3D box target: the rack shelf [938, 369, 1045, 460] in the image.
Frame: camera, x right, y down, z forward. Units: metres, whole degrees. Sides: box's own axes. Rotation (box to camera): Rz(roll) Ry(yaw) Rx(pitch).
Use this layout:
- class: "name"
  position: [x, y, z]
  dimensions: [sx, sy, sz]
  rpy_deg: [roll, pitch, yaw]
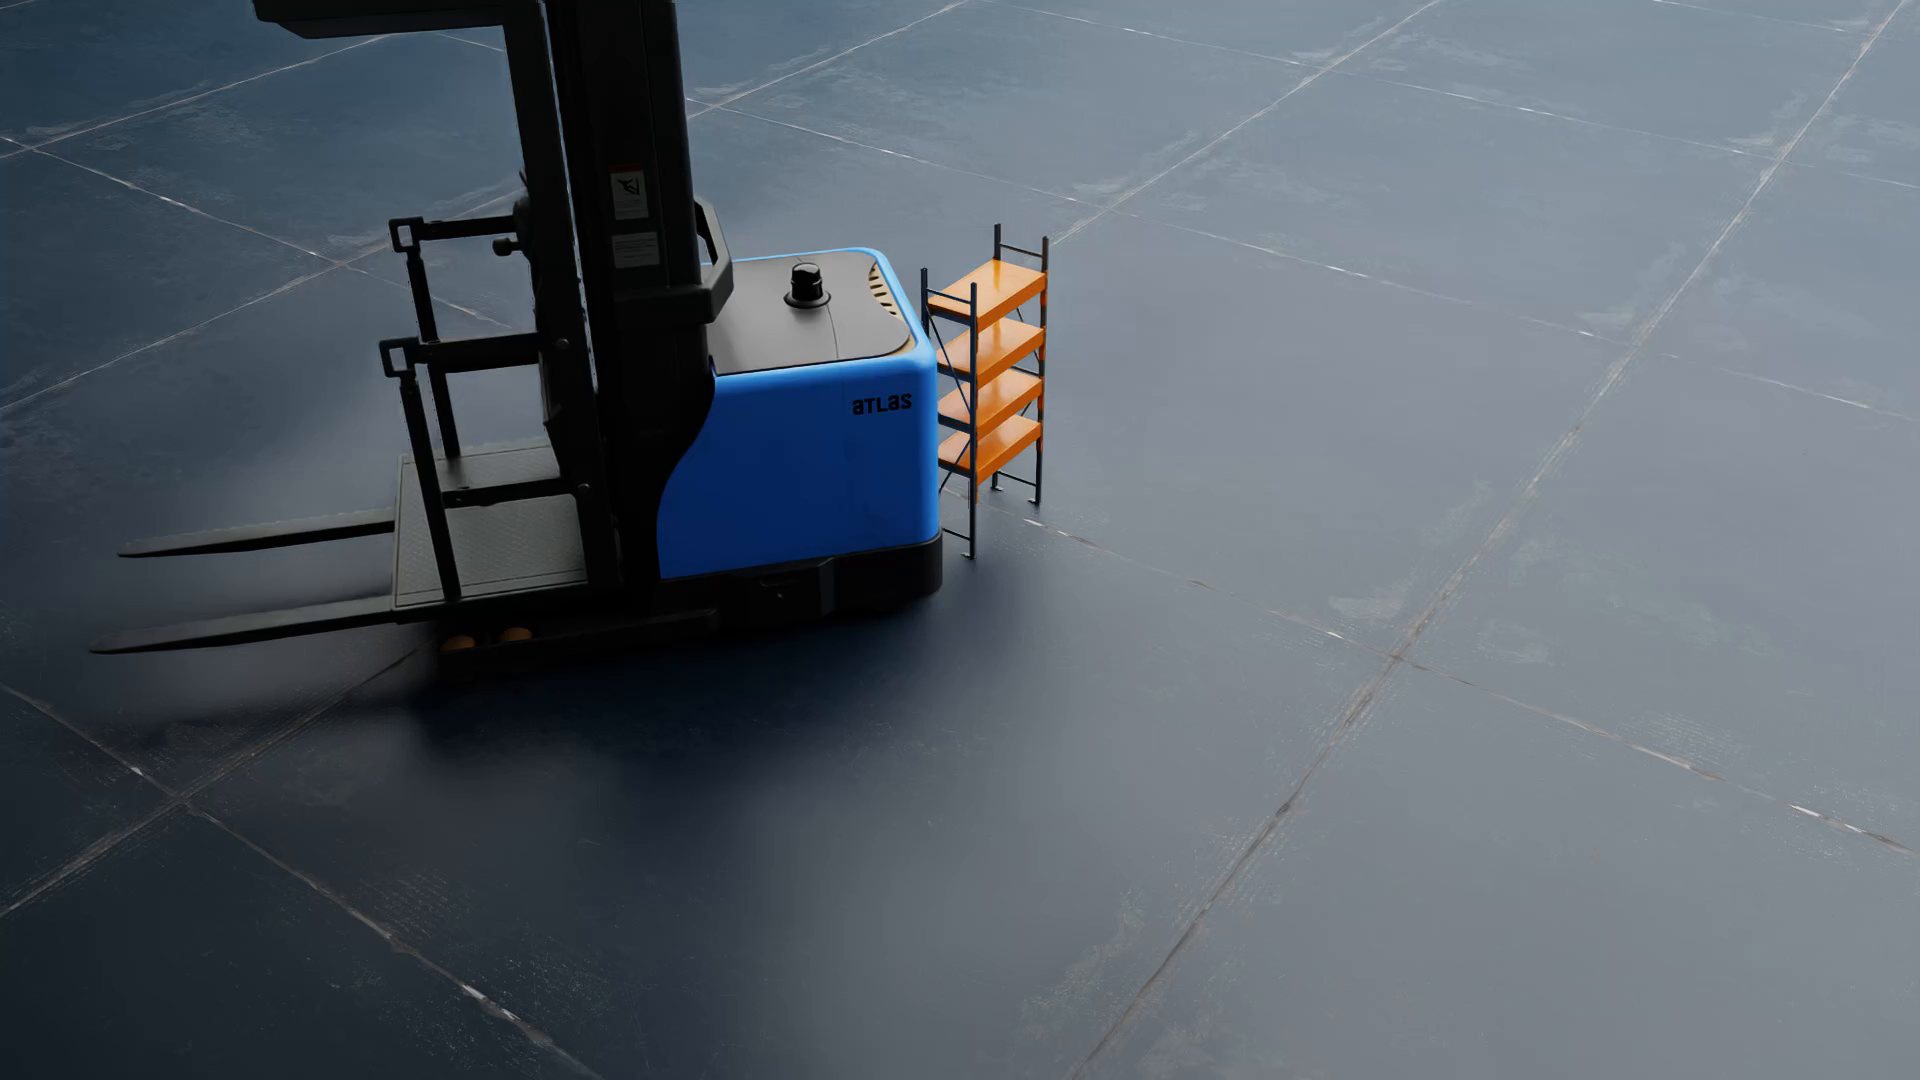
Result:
- class: "rack shelf"
  position: [0.098, -0.518, 6.565]
  dimensions: [0.258, 0.148, 0.480]
  rpy_deg: [21, 39, 28]

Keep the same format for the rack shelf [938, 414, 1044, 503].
- class: "rack shelf"
  position: [0.099, -0.354, 6.676]
  dimensions: [0.258, 0.148, 0.480]
  rpy_deg: [21, 39, 28]

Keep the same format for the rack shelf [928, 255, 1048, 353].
- class: "rack shelf"
  position: [0.098, -0.900, 6.307]
  dimensions: [0.258, 0.148, 0.480]
  rpy_deg: [21, 39, 28]

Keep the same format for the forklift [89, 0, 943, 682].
- class: "forklift"
  position: [-1.640, -1.030, 5.656]
  dimensions: [3.031, 2.935, 1.130]
  rpy_deg: [-8, 35, -12]

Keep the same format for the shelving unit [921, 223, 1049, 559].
- class: "shelving unit"
  position: [0.098, -0.574, 6.527]
  dimensions: [0.258, 1.200, 0.503]
  rpy_deg: [21, 39, 28]

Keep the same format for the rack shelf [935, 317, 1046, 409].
- class: "rack shelf"
  position: [0.098, -0.704, 6.440]
  dimensions: [0.258, 0.148, 0.480]
  rpy_deg: [21, 39, 28]

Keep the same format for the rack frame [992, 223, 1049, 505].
- class: "rack frame"
  position: [0.237, -0.687, 6.694]
  dimensions: [0.240, 1.200, 0.015]
  rpy_deg: [21, 39, 28]

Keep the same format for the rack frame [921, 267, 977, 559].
- class: "rack frame"
  position: [-0.040, -0.461, 6.361]
  dimensions: [0.240, 1.200, 0.015]
  rpy_deg: [21, 39, 28]
